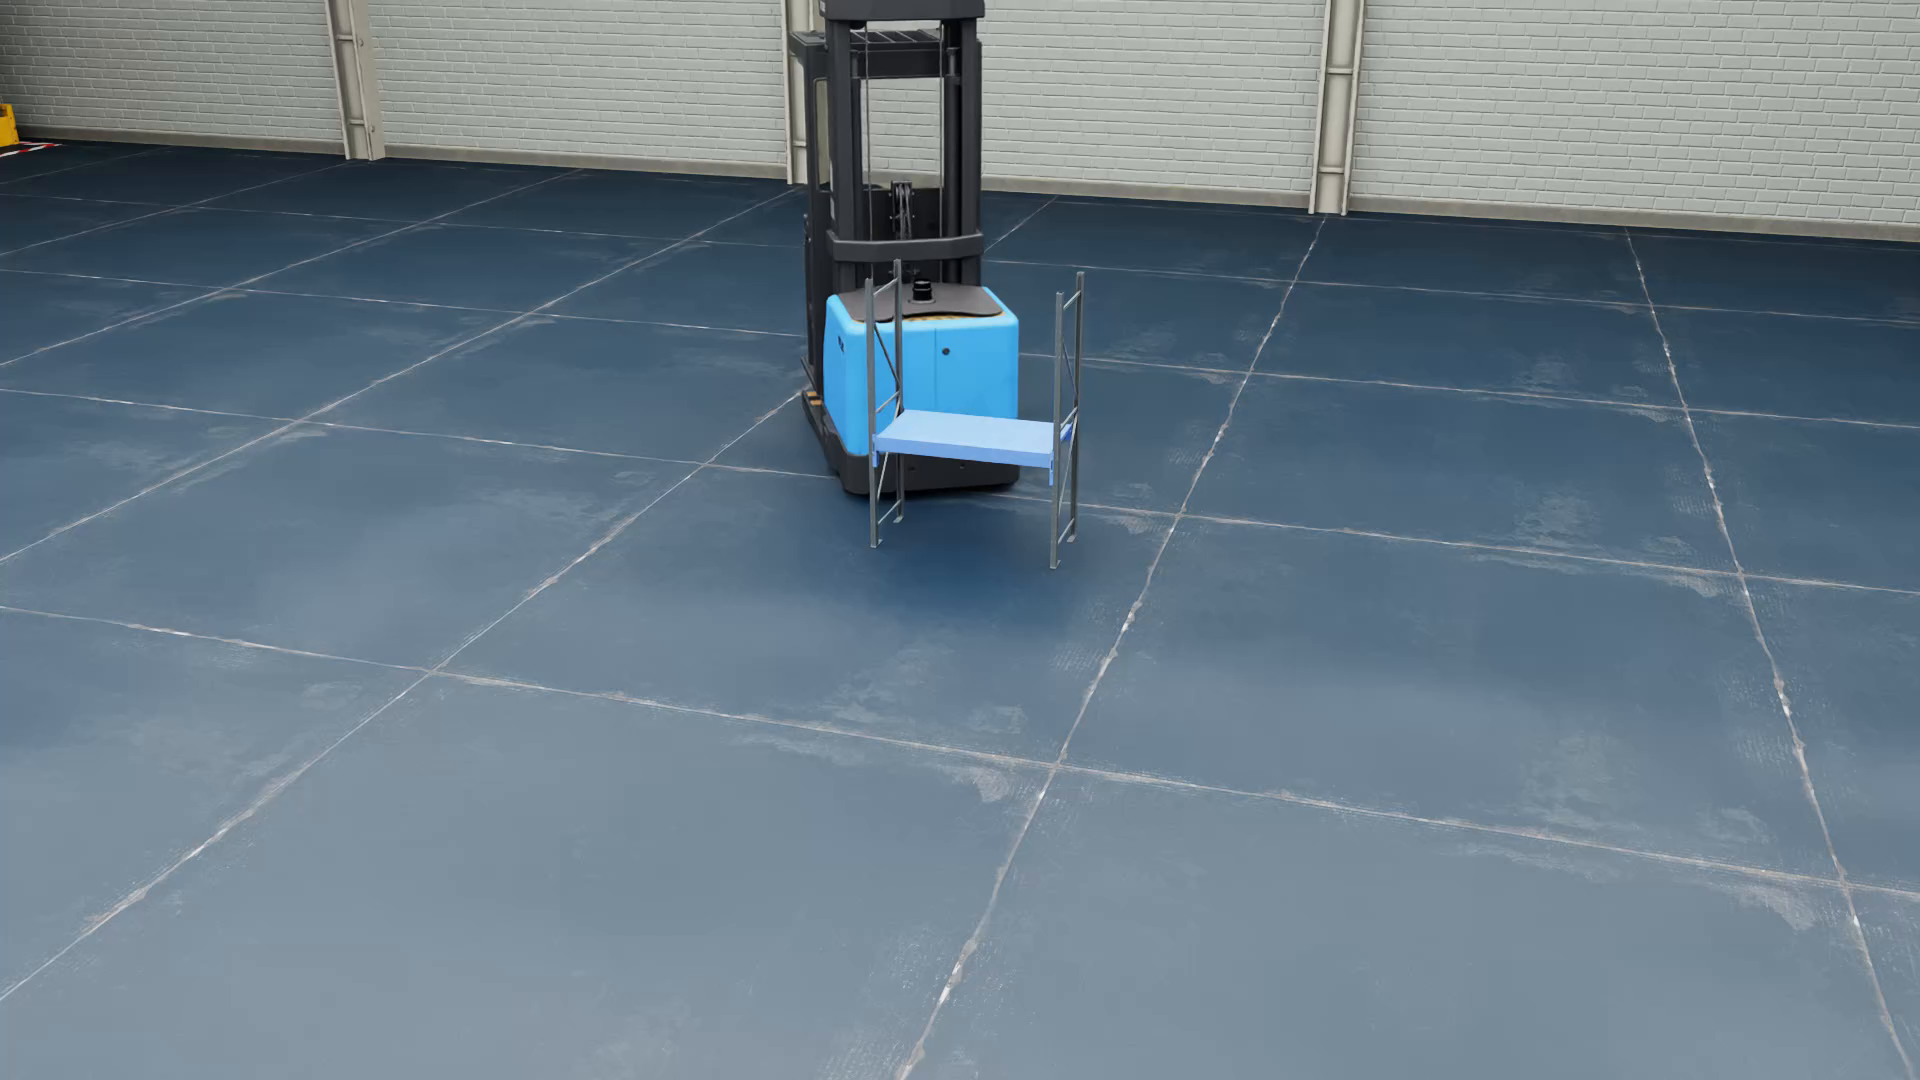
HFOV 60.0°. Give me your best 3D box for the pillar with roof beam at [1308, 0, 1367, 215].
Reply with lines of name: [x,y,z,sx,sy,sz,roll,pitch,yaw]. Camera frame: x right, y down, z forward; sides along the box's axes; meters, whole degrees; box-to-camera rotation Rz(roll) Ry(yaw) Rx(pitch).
pillar with roof beam: [2.719,-6.130,12.358,0.400,9.000,9.100,7,23,16]

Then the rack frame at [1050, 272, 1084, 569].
rack frame: [0.568,-0.629,8.827,0.032,1.500,0.500,7,23,16]

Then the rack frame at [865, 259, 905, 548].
rack frame: [-0.405,-0.740,9.098,0.032,1.500,0.500,7,23,16]

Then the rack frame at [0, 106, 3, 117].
rack frame: [-12.864,-6.488,21.135,0.127,3.000,1.000,7,23,16]

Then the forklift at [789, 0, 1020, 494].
forklift: [-0.460,-2.152,10.654,1.130,2.935,3.031,-5,23,-11]

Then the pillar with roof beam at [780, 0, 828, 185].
pillar with roof beam: [-3.026,-6.788,13.961,0.400,9.000,9.100,7,23,16]

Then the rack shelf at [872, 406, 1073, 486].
rack shelf: [0.082,-0.518,9.031,1.000,0.185,0.538,7,23,16]

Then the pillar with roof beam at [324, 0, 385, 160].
pillar with roof beam: [-8.770,-7.446,15.565,0.400,9.000,9.100,7,23,16]

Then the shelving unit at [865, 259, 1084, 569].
shelving unit: [0.082,-0.685,8.963,1.048,1.500,0.538,7,23,16]

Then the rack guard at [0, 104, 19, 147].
rack guard: [-12.841,-5.329,21.603,0.348,0.500,1.175,7,23,16]
